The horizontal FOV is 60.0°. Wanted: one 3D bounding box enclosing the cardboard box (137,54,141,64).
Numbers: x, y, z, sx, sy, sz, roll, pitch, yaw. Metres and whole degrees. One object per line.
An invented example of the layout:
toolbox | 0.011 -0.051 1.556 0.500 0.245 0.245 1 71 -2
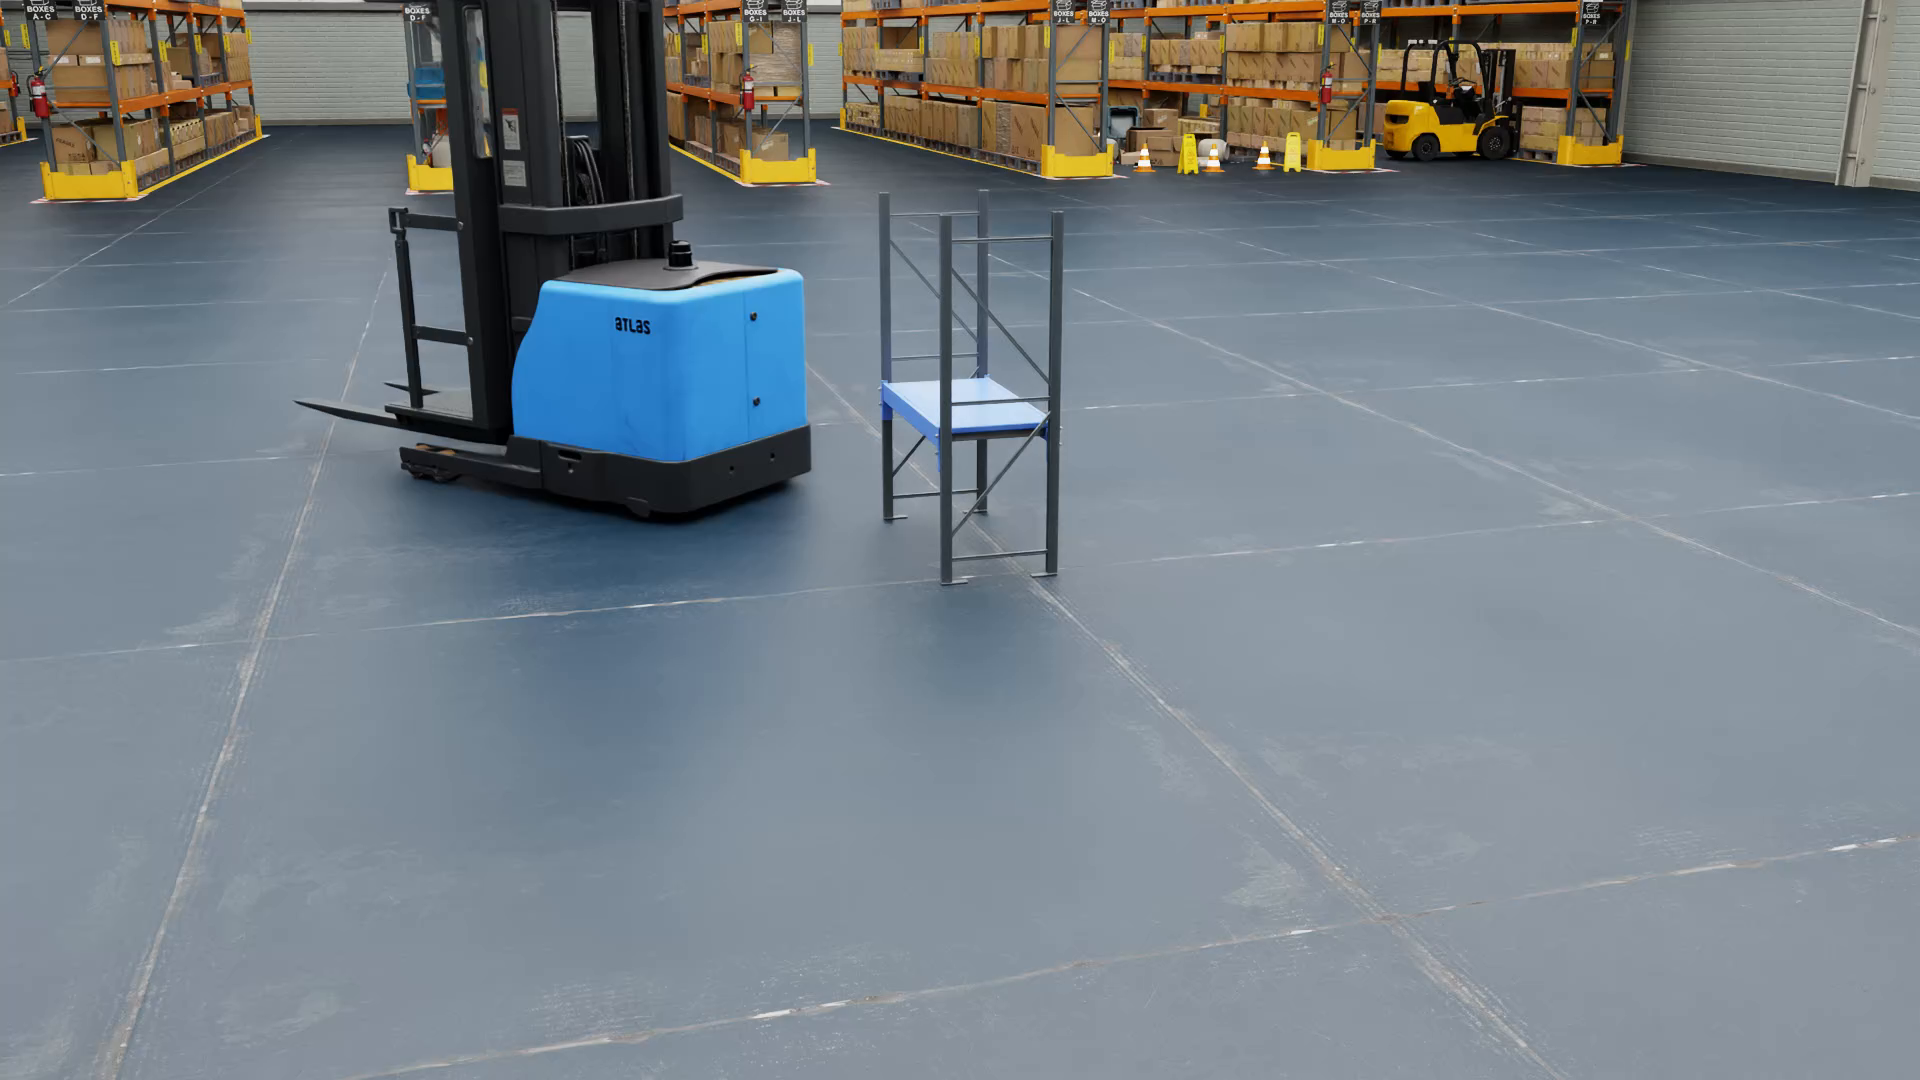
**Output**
cardboard box | -12.931 -7.461 25.776 0.380 0.149 0.250 -5 17 -16

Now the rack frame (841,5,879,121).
rack frame | -2.465 -11.908 41.882 1.000 3.000 0.127 -5 17 -15

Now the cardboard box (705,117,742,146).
cardboard box | -4.532 -7.852 31.960 0.700 0.500 0.500 -3 17 -11

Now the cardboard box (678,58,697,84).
cardboard box | -5.437 -9.496 33.678 0.500 0.500 0.500 -4 17 -14

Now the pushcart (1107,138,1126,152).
pushcart | 3.386 -7.558 31.959 1.648 0.377 0.936 -12 20 -34

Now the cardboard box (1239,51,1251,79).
cardboard box | 5.578 -8.918 31.236 0.500 0.500 0.500 -5 17 -15

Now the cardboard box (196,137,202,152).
cardboard box | -14.065 -7.165 30.140 0.500 0.250 0.500 -5 17 -16

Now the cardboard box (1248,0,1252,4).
cardboard box | 5.607 -10.082 31.026 0.380 0.149 0.250 -5 17 -15

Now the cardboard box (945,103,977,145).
cardboard box | 0.315 -8.145 32.532 1.050 0.750 0.750 -5 17 -15

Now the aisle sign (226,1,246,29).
aisle sign | -16.512 -12.050 37.835 0.394 0.787 0.004 -5 17 -15

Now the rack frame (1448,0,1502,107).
rack frame | 10.336 -9.402 33.538 1.000 3.000 0.127 -5 17 -15

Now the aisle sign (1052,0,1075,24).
aisle sign | 1.663 -8.684 26.630 0.394 0.787 0.004 -5 17 -15

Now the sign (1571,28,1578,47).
sign | 10.910 -8.924 29.524 0.100 0.325 0.005 -5 17 -15

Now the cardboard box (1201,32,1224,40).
cardboard box | 5.019 -10.010 33.014 0.380 0.149 0.250 -5 17 -17

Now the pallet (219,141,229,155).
pallet | -15.089 -7.760 32.919 1.003 0.211 1.213 -5 17 -15

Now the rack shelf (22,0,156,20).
rack shelf | -12.940 -7.982 24.846 1.077 0.370 4.000 -5 17 -15

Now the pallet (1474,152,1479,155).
pallet | 10.515 -7.843 33.195 1.003 0.211 1.213 -5 17 -15

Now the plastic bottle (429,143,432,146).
plastic bottle | -8.945 -6.530 27.945 0.152 0.276 0.135 -4 17 -13

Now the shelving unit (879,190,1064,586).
shelving unit | 0.023 -0.695 7.158 0.538 1.500 1.048 -5 17 -15

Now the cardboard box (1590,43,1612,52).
cardboard box | 11.549 -8.906 30.069 0.380 0.149 0.250 -5 17 -16

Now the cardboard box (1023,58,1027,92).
cardboard box | 1.582 -7.969 28.506 0.875 0.550 0.550 -5 17 -15

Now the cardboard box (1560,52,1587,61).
cardboard box | 11.071 -8.728 29.992 0.380 0.149 0.250 -4 17 -14

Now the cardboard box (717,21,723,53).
cardboard box | -3.809 -8.473 28.017 0.500 0.500 0.500 -5 17 -15

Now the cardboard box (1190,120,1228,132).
cardboard box | 5.217 -8.294 33.689 0.950 0.372 0.625 -4 17 -12

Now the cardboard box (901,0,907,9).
cardboard box | -0.951 -11.594 35.447 0.500 0.500 0.500 -5 17 -15

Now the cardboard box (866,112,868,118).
cardboard box | -2.052 -10.211 39.938 0.380 0.149 0.250 -6 18 -18

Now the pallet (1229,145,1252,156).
pallet | 5.783 -7.490 32.020 1.003 0.211 1.213 -5 17 -15

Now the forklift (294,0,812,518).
forklift | -2.262 -1.809 8.379 3.031 2.935 1.130 11 20 32

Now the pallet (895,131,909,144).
pallet | -0.811 -8.913 36.758 1.003 0.211 1.213 -5 17 -15

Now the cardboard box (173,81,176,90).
cardboard box | -14.184 -8.081 29.576 0.380 0.149 0.250 -3 17 -11

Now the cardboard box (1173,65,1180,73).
cardboard box | 4.649 -9.793 34.545 0.380 0.149 0.250 -4 17 -12

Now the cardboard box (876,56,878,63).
cardboard box | -1.699 -10.880 37.648 0.380 0.149 0.250 -4 17 -14

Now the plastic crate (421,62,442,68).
plastic crate | -9.675 -8.499 30.421 0.402 0.464 0.583 -5 17 -15

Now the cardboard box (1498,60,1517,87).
cardboard box | 10.624 -8.883 31.636 0.500 0.500 0.500 -5 17 -15

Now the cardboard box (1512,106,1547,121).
cardboard box | 10.715 -8.041 31.318 0.500 0.250 0.500 -4 17 -15

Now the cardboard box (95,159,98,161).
cardboard box | -12.971 -5.483 24.541 0.500 0.250 0.500 -5 17 -15

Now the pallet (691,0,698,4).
pallet | -4.319 -10.037 30.766 1.213 0.211 1.003 -5 17 -15

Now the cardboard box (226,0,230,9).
cardboard box | -15.853 -11.451 35.408 0.500 0.250 0.500 -5 17 -15

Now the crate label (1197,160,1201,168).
crate label | 4.056 -6.579 29.115 0.298 0.136 0.250 16 23 42

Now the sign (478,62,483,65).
sign | -8.194 -8.006 28.411 0.100 0.325 0.005 -5 17 -15

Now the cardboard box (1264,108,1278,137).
cardboard box | 5.915 -7.631 30.387 0.500 0.500 0.500 -5 17 -17

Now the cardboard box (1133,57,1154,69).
cardboard box | 4.088 -10.396 36.240 0.500 0.250 0.500 -5 17 -15

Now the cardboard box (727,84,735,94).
cardboard box | -3.654 -7.467 27.534 0.380 0.149 0.250 -5 17 -15

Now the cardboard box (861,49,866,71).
cardboard box | -2.047 -11.385 39.449 0.500 0.500 0.500 -5 17 -16

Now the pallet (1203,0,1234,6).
pallet | 5.498 -10.534 32.420 1.213 0.211 1.003 -5 17 -15

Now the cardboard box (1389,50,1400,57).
cardboard box | 9.406 -10.399 35.557 0.380 0.149 0.250 -4 17 -14

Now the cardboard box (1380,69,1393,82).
cardboard box | 9.406 -10.013 35.833 0.500 0.250 0.500 -5 18 -17

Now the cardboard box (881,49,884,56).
cardboard box | -1.549 -10.875 37.113 0.380 0.149 0.250 -5 17 -15

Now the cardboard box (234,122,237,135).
cardboard box | -15.595 -8.712 35.149 0.500 0.311 0.500 -5 17 -15

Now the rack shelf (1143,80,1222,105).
rack shelf | 5.015 -9.217 34.173 1.077 0.370 4.000 -5 17 -15

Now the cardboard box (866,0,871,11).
cardboard box | -1.886 -12.420 38.632 0.500 0.250 0.500 -5 17 -15

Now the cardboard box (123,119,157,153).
cardboard box | -12.885 -6.298 25.950 0.500 0.500 0.500 -5 17 -15

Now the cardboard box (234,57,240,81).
cardboard box | -15.845 -10.146 35.841 0.500 0.500 0.500 -5 17 -16
